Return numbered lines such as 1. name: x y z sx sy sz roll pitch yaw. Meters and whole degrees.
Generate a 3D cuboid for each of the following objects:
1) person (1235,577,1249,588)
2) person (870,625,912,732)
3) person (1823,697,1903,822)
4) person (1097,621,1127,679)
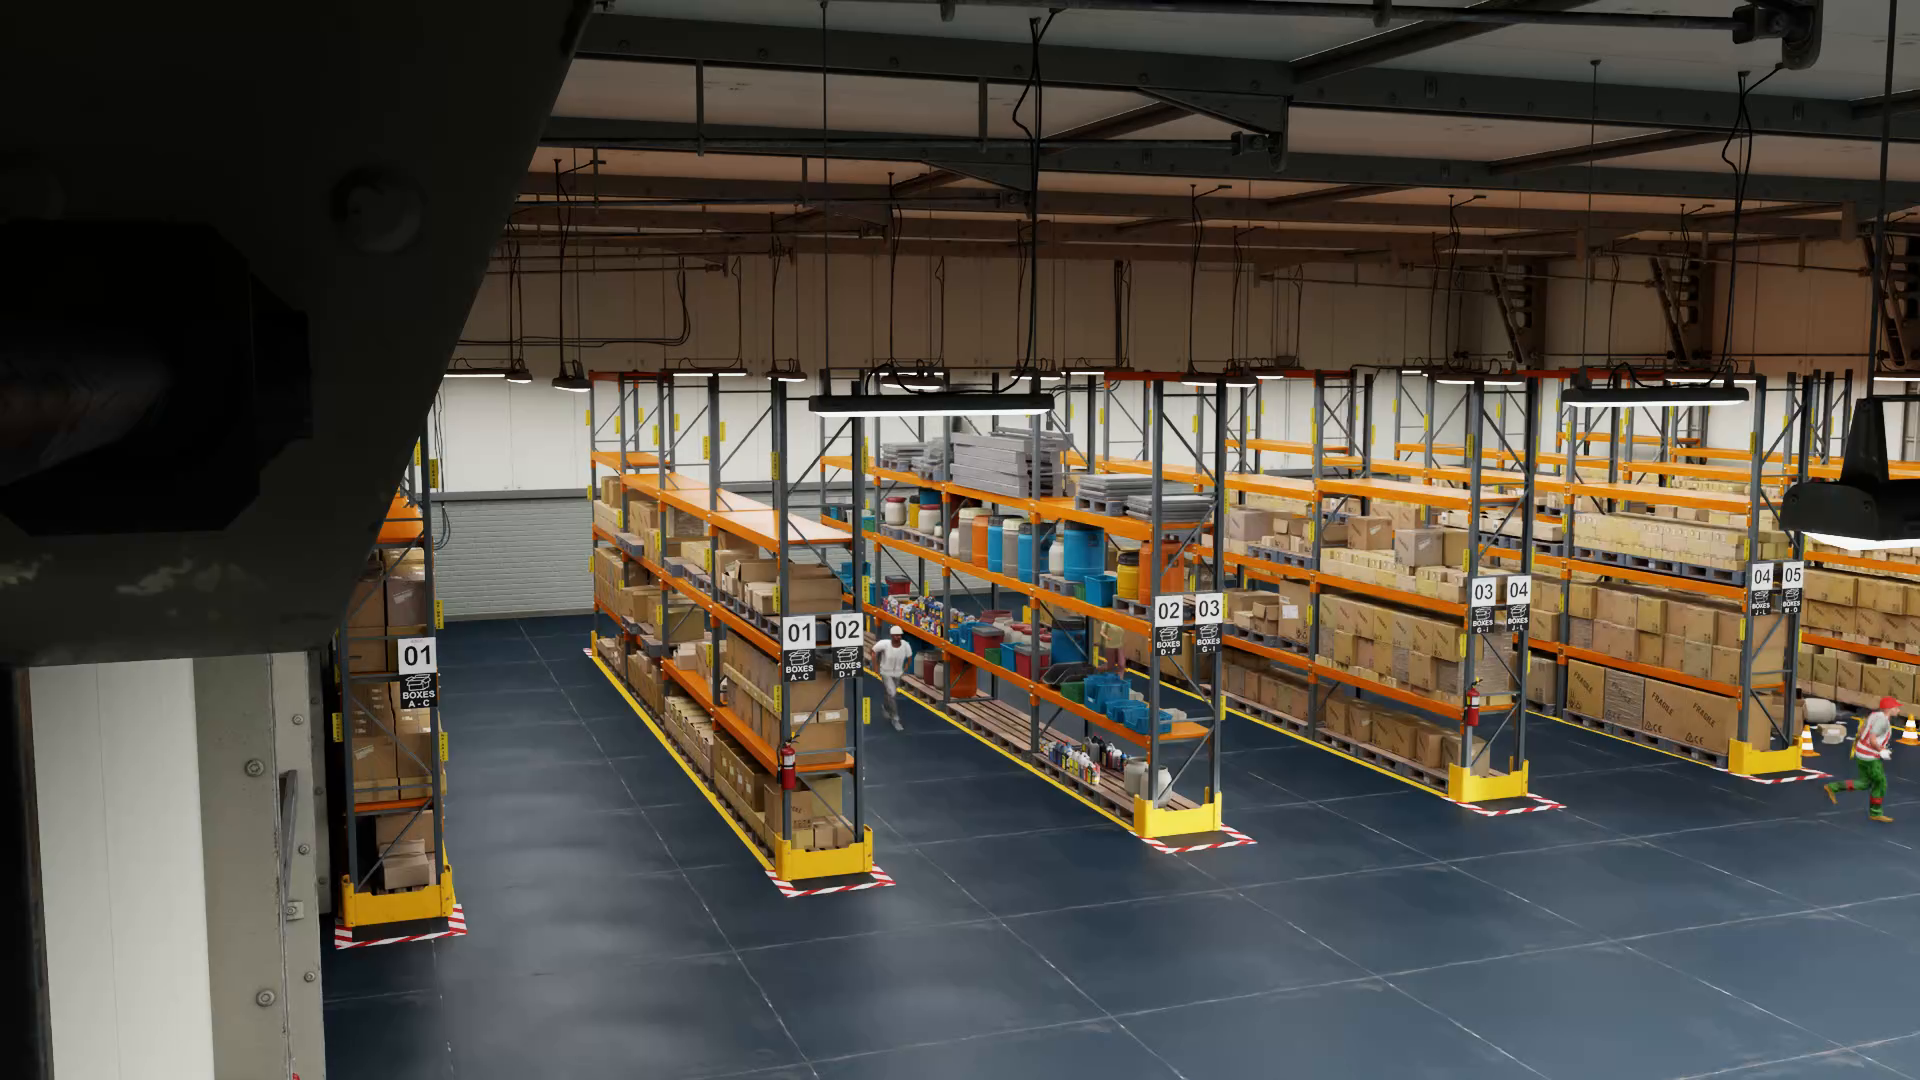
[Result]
1. person: 7.109 0.889 41.516 0.758 1.628 0.574 -3 7 -24
2. person: -1.164 2.305 28.319 0.702 1.770 0.946 -3 7 -25
3. person: 12.268 2.964 22.621 0.896 1.732 0.632 3 7 25
4. person: 2.888 2.011 31.414 0.566 1.647 0.875 -3 7 -22
